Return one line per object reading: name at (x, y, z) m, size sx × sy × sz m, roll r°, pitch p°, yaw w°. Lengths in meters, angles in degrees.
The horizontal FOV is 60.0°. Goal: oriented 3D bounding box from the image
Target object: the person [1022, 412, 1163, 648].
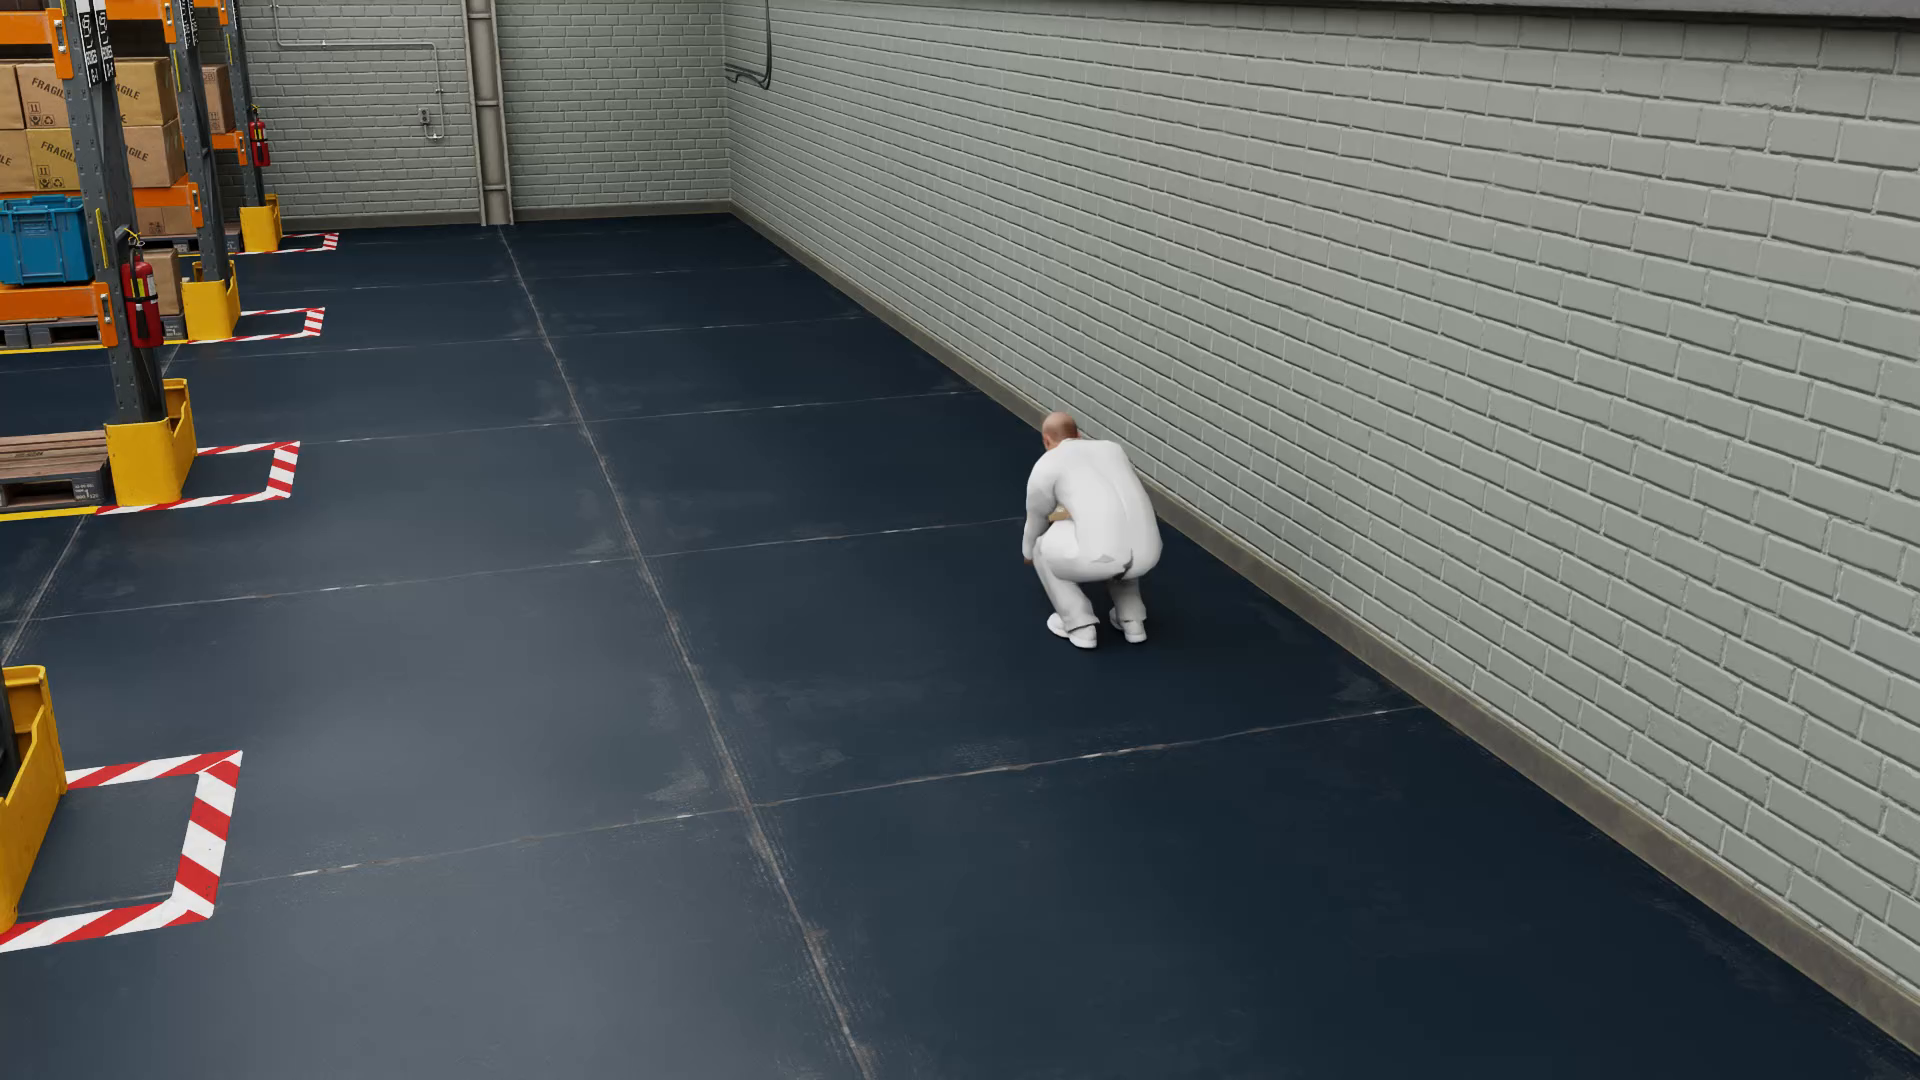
person at (0.621, -0.057, 7.991) m, size 0.580 × 0.981 × 0.938 m, roll -7°, pitch 20°, yaw -18°
